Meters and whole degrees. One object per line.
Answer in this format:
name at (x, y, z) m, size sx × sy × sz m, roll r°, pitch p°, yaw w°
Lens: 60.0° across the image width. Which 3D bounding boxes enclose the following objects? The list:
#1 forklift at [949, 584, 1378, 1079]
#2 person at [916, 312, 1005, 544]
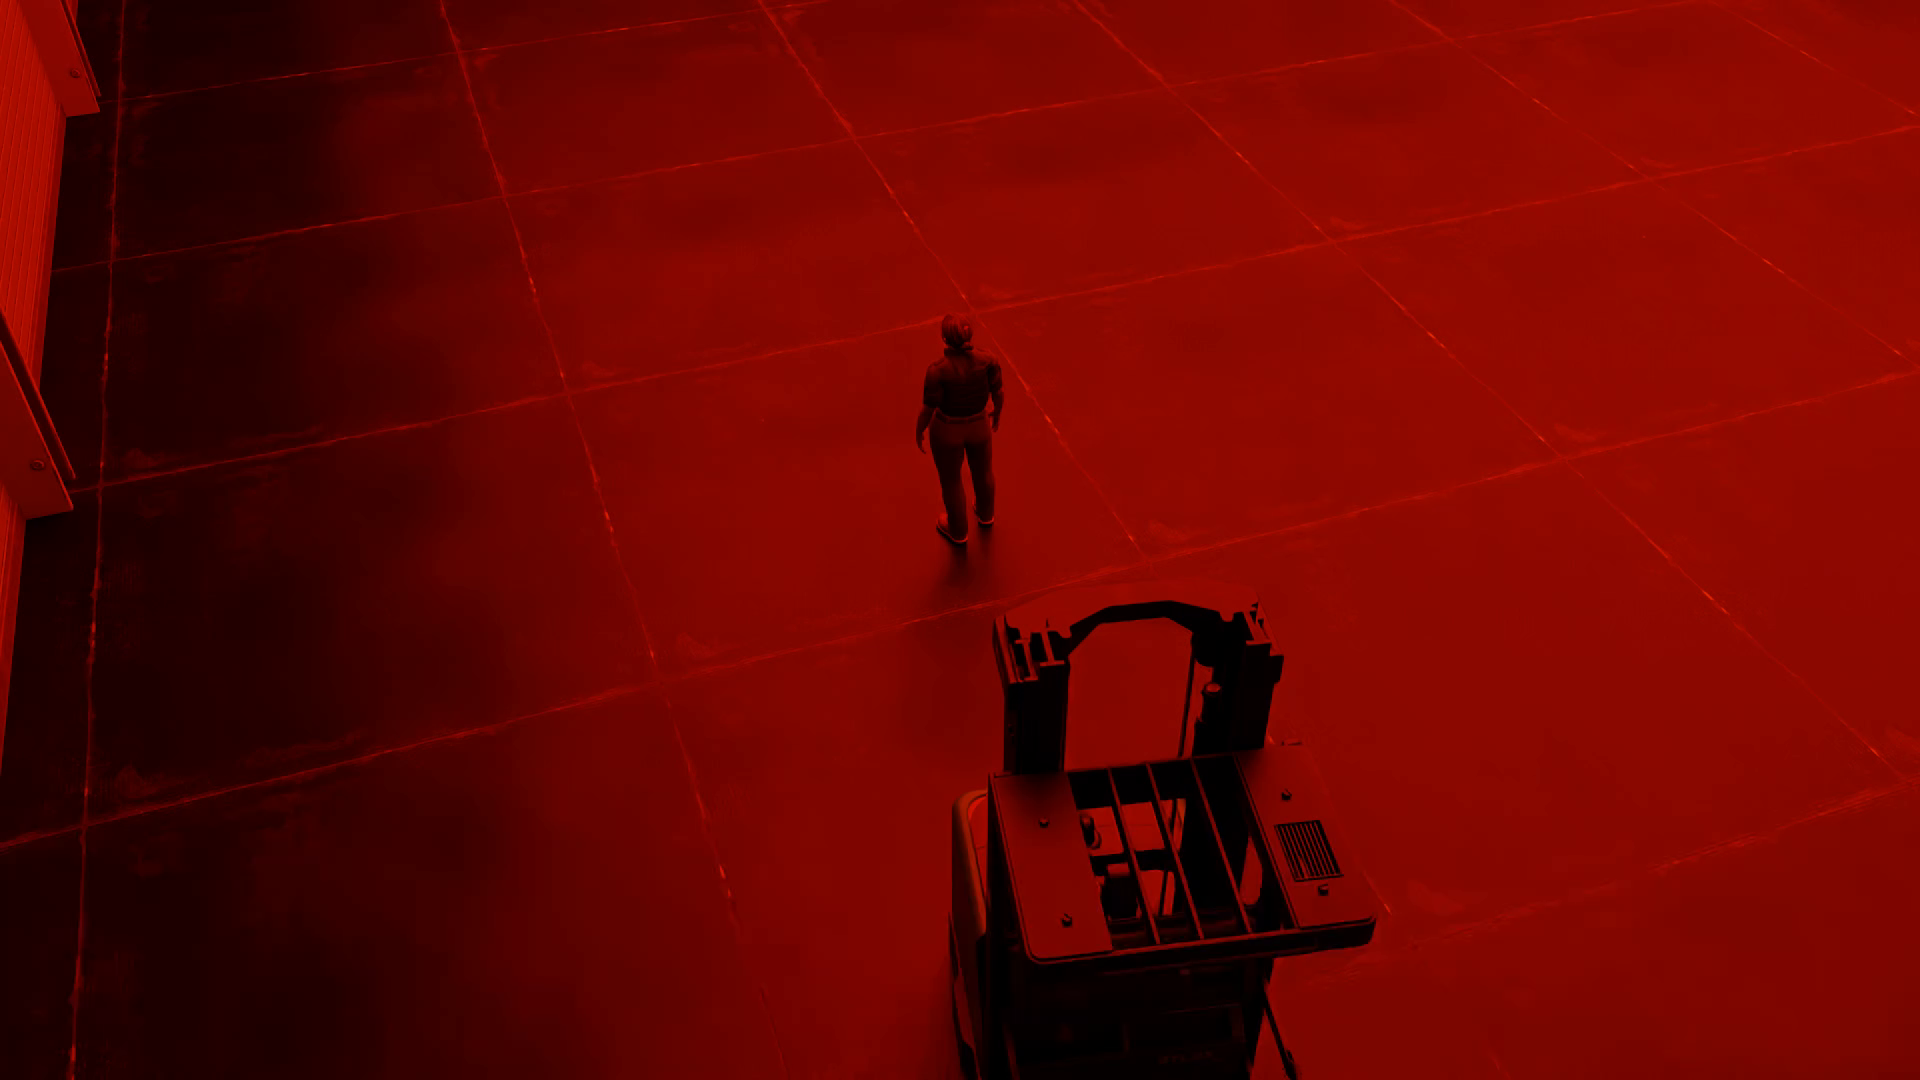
forklift at (0.673, 1.699, 5.972) m, size 1.130 × 2.935 × 3.031 m, roll -5°, pitch 40°, yaw -6°
person at (-0.011, -0.696, 9.807) m, size 0.569 × 1.654 × 0.504 m, roll -13°, pitch 42°, yaw -15°
